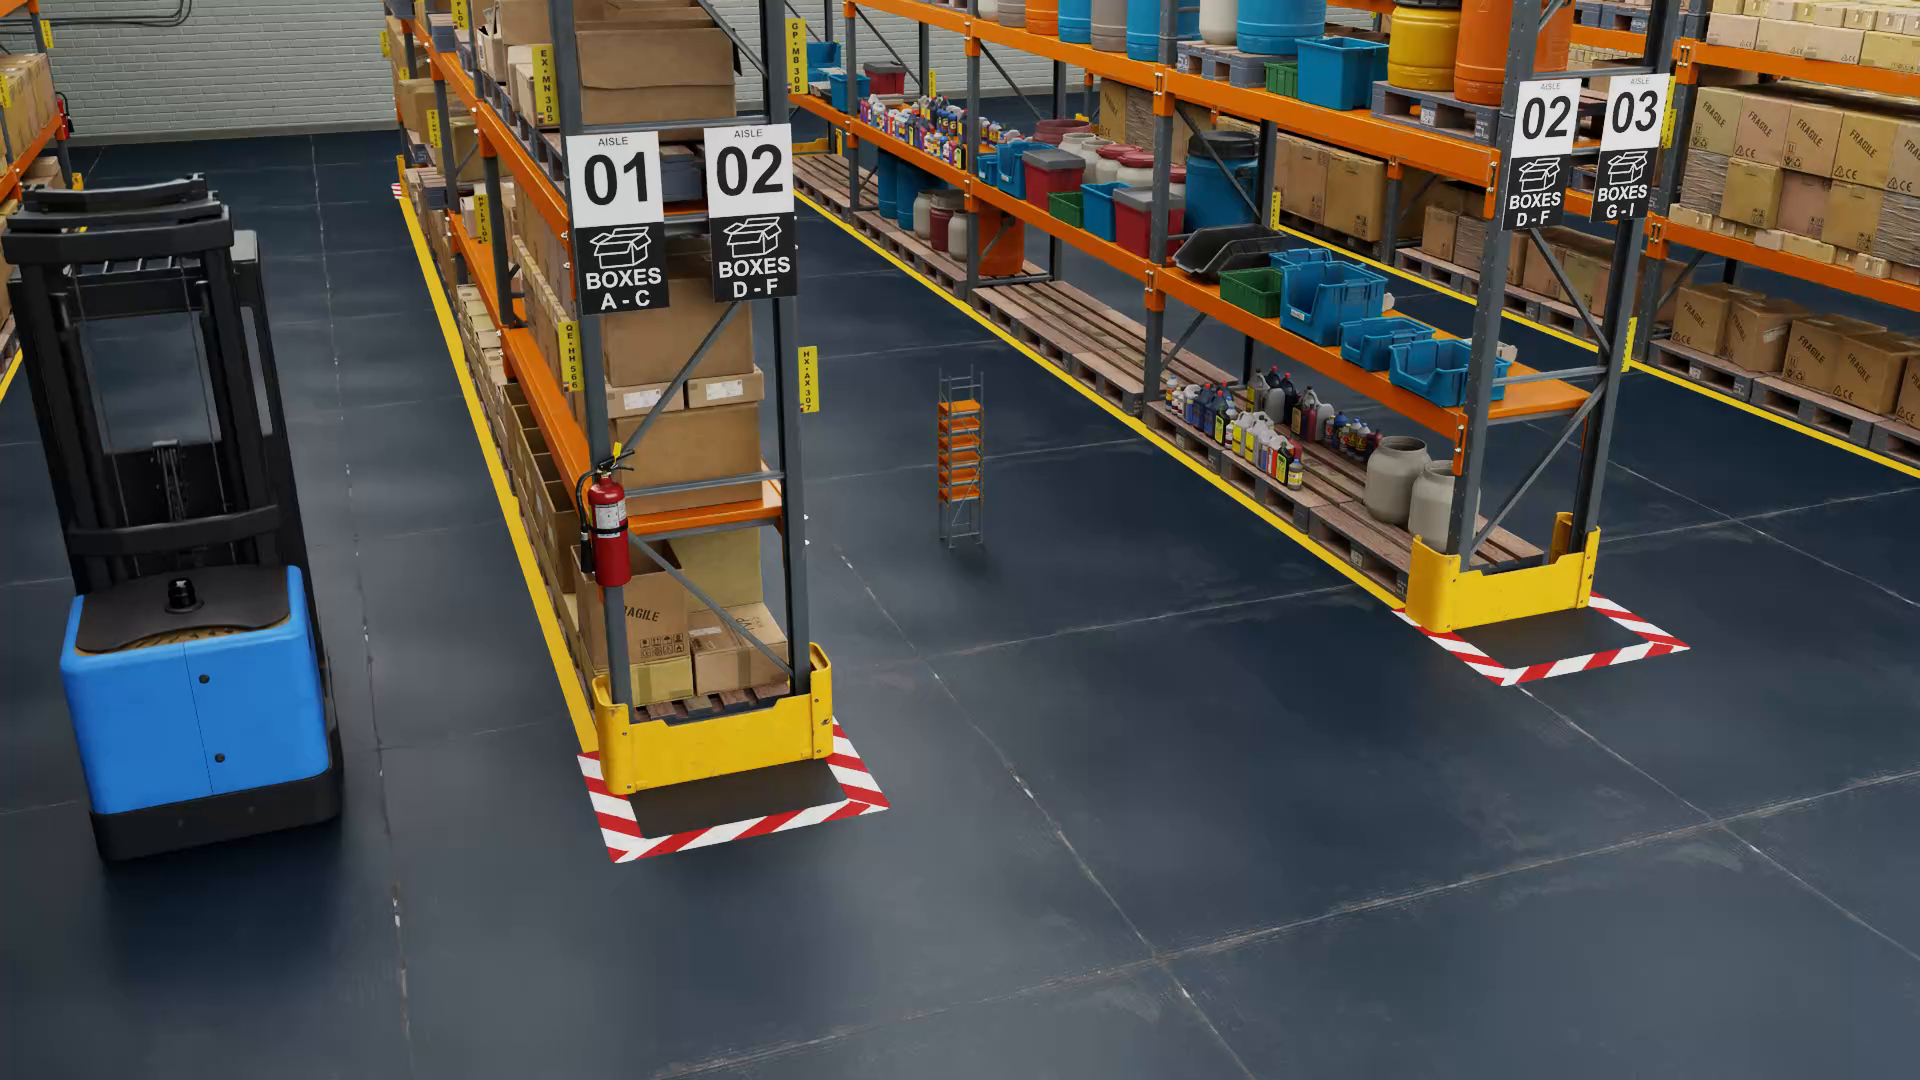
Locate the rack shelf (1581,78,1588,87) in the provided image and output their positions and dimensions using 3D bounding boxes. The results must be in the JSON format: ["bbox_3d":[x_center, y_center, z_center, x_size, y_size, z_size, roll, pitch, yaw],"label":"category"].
[{"bbox_3d":[9.158,-5.565,21.517,1.077,0.370,4.000,-8,24,-19],"label":"rack shelf"}]

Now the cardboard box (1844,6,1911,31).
[{"bbox_3d":[6.924,-3.940,12.554,0.380,0.149,0.250,-9,24,-20],"label":"cardboard box"}]

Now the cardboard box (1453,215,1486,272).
[{"bbox_3d":[5.652,-3.136,17.480,0.700,0.500,0.500,-10,25,-23],"label":"cardboard box"}]

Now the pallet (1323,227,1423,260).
[{"bbox_3d":[4.981,-3.537,19.371,1.003,0.211,1.213,-8,24,-19],"label":"pallet"}]

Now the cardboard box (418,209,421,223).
[{"bbox_3d":[-6.148,-3.806,19.523,0.380,0.149,0.250,-8,24,-19],"label":"cardboard box"}]

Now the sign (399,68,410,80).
[{"bbox_3d":[-5.998,-4.943,18.001,0.100,0.325,0.005,-8,24,-19],"label":"sign"}]

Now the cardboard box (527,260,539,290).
[{"bbox_3d":[-2.478,-1.655,10.352,0.380,0.149,0.250,-9,24,-19],"label":"cardboard box"}]

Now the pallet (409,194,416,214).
[{"bbox_3d":[-6.597,-4.472,21.590,1.003,0.211,1.213,-8,24,-19],"label":"pallet"}]

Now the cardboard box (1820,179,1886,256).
[{"bbox_3d":[7.256,-2.542,12.907,0.875,0.500,0.500,-8,24,-19],"label":"cardboard box"}]

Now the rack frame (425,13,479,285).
[{"bbox_3d":[-4.080,-3.168,14.904,1.000,3.000,0.127,-8,24,-19],"label":"rack frame"}]

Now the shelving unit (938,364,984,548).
[{"bbox_3d":[0.005,-0.548,11.005,0.258,1.200,0.189,-8,24,-19],"label":"shelving unit"}]

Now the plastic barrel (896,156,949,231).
[{"bbox_3d":[-0.431,-4.069,19.202,0.600,0.901,0.708,-8,24,-19],"label":"plastic barrel"}]

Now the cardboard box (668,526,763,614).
[{"bbox_3d":[-1.414,0.060,9.279,0.500,0.500,0.500,-8,24,-19],"label":"cardboard box"}]

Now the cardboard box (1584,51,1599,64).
[{"bbox_3d":[8.438,-6.349,21.852,0.380,0.149,0.250,-9,25,-21],"label":"cardboard box"}]

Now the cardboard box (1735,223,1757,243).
[{"bbox_3d":[6.684,-2.568,13.804,0.380,0.149,0.250,-8,24,-19],"label":"cardboard box"}]

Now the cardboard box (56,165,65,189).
[{"bbox_3d":[-11.198,-4.195,20.018,0.700,0.500,0.500,-8,24,-19],"label":"cardboard box"}]

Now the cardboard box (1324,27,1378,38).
[{"bbox_3d":[4.475,-5.782,19.685,0.797,0.503,0.637,-8,24,-17],"label":"cardboard box"}]

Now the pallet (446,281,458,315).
[{"bbox_3d":[-4.736,-2.602,17.151,1.003,0.211,1.213,-8,24,-19],"label":"pallet"}]

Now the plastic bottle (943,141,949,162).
[{"bbox_3d":[-0.126,-4.007,17.150,0.097,0.201,0.097,0,23,0],"label":"plastic bottle"}]

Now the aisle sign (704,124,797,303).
[{"bbox_3d":[-0.944,-1.477,7.545,0.394,0.787,0.004,-8,24,-19],"label":"aisle sign"}]

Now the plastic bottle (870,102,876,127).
[{"bbox_3d":[-0.988,-4.925,19.239,0.097,0.271,0.097,0,23,0],"label":"plastic bottle"}]

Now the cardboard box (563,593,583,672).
[{"bbox_3d":[-1.908,0.478,9.253,0.500,0.250,0.500,-8,24,-19],"label":"cardboard box"}]

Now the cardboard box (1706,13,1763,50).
[{"bbox_3d":[6.521,-4.187,13.652,0.500,0.250,0.500,-9,25,-21],"label":"cardboard box"}]

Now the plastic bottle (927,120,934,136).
[{"bbox_3d":[-0.321,-4.383,17.937,0.061,0.283,0.133,-8,24,-19],"label":"plastic bottle"}]

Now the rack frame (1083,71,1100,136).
[{"bbox_3d":[2.363,-7.432,25.022,1.000,3.000,0.127,-8,24,-19],"label":"rack frame"}]

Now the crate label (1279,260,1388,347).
[{"bbox_3d":[2.478,-1.587,11.108,0.502,0.435,0.616,-8,24,-19],"label":"crate label"}]

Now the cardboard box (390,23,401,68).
[{"bbox_3d":[-6.632,-6.013,20.237,0.500,0.500,0.500,-8,24,-18],"label":"cardboard box"}]

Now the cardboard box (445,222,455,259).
[{"bbox_3d":[-4.654,-2.892,15.935,0.500,0.250,0.500,-7,24,-17],"label":"cardboard box"}]

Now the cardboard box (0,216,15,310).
[{"bbox_3d":[-9.458,-2.602,15.789,0.750,0.750,0.750,-8,24,-17],"label":"cardboard box"}]

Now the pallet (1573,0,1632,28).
[{"bbox_3d":[6.114,-4.983,15.591,1.213,0.211,1.003,-8,24,-19],"label":"pallet"}]

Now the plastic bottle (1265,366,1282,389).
[{"bbox_3d":[2.466,-1.180,13.032,0.144,0.351,0.185,-9,24,-20],"label":"plastic bottle"}]

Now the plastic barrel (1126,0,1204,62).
[{"bbox_3d":[1.586,-4.161,12.753,0.600,0.901,0.708,-8,24,-19],"label":"plastic barrel"}]

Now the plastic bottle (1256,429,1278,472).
[{"bbox_3d":[2.210,-0.640,11.846,0.152,0.276,0.135,-9,24,-20],"label":"plastic bottle"}]

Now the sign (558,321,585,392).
[{"bbox_3d":[-1.766,-0.834,7.572,0.100,0.325,0.005,-8,24,-19],"label":"sign"}]

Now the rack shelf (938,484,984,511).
[{"bbox_3d":[0.005,-0.286,11.115,0.258,0.103,0.180,-8,24,-19],"label":"rack shelf"}]

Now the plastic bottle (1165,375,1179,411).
[{"bbox_3d":[1.671,-1.162,13.092,0.097,0.271,0.097,0,23,0],"label":"plastic bottle"}]

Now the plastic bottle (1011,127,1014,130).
[{"bbox_3d":[0.537,-4.217,17.543,0.061,0.283,0.133,-8,24,-19],"label":"plastic bottle"}]

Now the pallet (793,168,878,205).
[{"bbox_3d":[-1.589,-4.720,22.178,1.003,0.211,1.213,-8,24,-19],"label":"pallet"}]

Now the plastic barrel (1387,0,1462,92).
[{"bbox_3d":[2.860,-2.999,9.857,0.600,0.588,0.600,0,23,0],"label":"plastic barrel"}]

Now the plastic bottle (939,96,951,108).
[{"bbox_3d":[-0.162,-4.920,19.126,0.144,0.351,0.185,-8,24,-19],"label":"plastic bottle"}]

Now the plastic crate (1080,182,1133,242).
[{"bbox_3d":[1.288,-2.743,13.918,0.392,0.384,0.575,-8,24,-19],"label":"plastic crate"}]

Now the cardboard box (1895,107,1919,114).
[{"bbox_3d":[7.545,-3.045,12.813,0.500,0.500,0.500,-8,24,-19],"label":"cardboard box"}]

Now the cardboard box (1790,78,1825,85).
[{"bbox_3d":[10.014,-5.512,19.049,0.700,0.500,0.500,-8,24,-19],"label":"cardboard box"}]

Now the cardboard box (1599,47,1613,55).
[{"bbox_3d":[8.530,-6.391,21.567,0.380,0.149,0.250,-9,24,-19],"label":"cardboard box"}]

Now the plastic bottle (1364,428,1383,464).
[{"bbox_3d":[2.970,-0.677,11.924,0.061,0.283,0.133,-8,24,-18],"label":"plastic bottle"}]

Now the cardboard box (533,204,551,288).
[{"bbox_3d":[-2.148,-1.832,9.937,0.700,0.500,0.500,-8,24,-19],"label":"cardboard box"}]

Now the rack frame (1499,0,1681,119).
[{"bbox_3d":[3.381,-3.704,8.451,1.000,3.000,0.127,-8,24,-19],"label":"rack frame"}]

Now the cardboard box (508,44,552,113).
[{"bbox_3d":[-2.104,-2.444,8.719,0.500,0.311,0.500,-5,23,-13],"label":"cardboard box"}]

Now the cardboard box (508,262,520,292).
[{"bbox_3d":[-3.149,-1.947,12.180,0.396,0.266,0.258,-9,24,-20],"label":"cardboard box"}]

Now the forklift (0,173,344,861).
[{"bbox_3d":[-4.001,-0.428,8.492,1.130,2.935,3.031,-9,24,-20],"label":"forklift"}]

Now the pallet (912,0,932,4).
[{"bbox_3d":[-0.086,-5.912,17.795,1.003,0.211,1.213,-8,24,-19],"label":"pallet"}]

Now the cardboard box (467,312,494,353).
[{"bbox_3d":[-3.798,-1.747,13.810,0.500,0.311,0.500,-9,24,-20],"label":"cardboard box"}]

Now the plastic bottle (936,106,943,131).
[{"bbox_3d":[-0.219,-4.801,18.946,0.097,0.271,0.097,0,23,0],"label":"plastic bottle"}]

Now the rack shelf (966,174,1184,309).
[{"bbox_3d":[1.262,-2.788,14.929,1.077,0.370,4.000,-8,24,-19],"label":"rack shelf"}]

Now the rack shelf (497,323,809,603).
[{"bbox_3d":[-1.960,-0.656,9.871,1.077,0.370,4.000,-8,24,-19],"label":"rack shelf"}]
